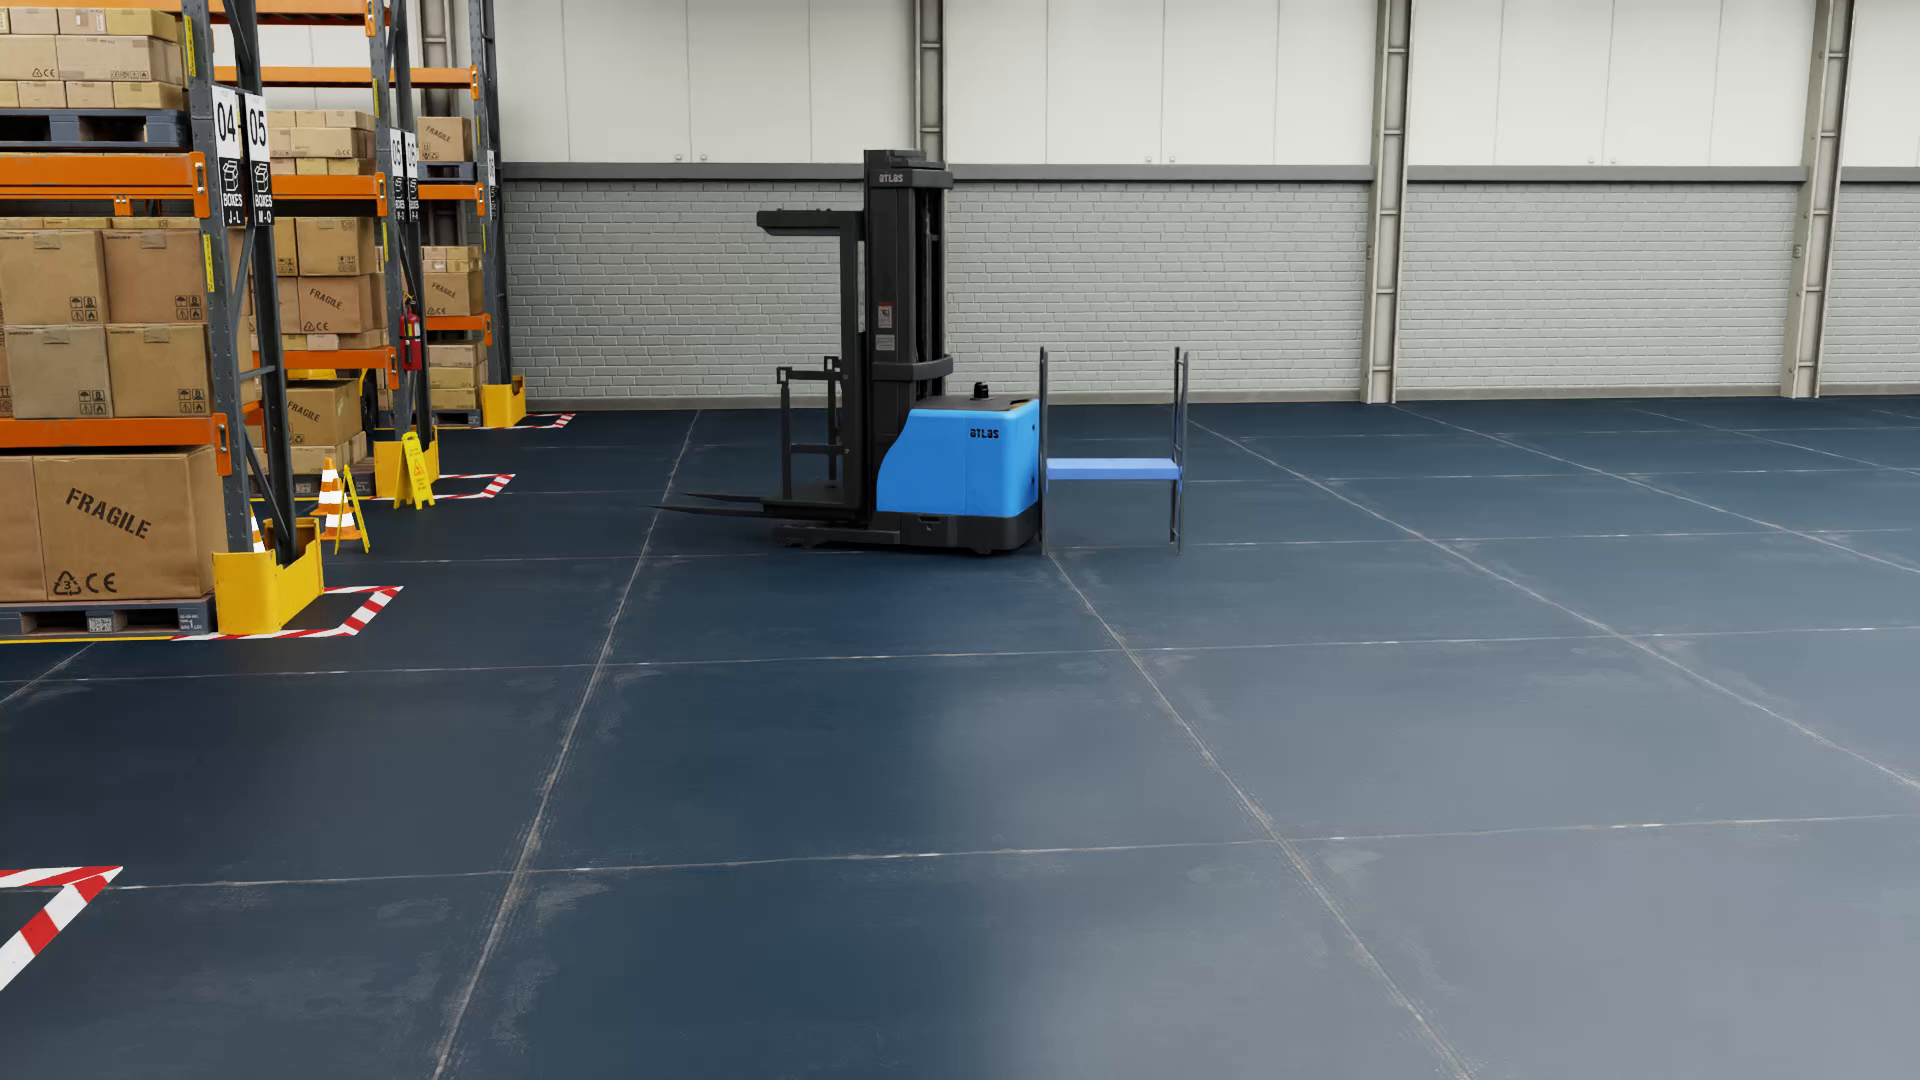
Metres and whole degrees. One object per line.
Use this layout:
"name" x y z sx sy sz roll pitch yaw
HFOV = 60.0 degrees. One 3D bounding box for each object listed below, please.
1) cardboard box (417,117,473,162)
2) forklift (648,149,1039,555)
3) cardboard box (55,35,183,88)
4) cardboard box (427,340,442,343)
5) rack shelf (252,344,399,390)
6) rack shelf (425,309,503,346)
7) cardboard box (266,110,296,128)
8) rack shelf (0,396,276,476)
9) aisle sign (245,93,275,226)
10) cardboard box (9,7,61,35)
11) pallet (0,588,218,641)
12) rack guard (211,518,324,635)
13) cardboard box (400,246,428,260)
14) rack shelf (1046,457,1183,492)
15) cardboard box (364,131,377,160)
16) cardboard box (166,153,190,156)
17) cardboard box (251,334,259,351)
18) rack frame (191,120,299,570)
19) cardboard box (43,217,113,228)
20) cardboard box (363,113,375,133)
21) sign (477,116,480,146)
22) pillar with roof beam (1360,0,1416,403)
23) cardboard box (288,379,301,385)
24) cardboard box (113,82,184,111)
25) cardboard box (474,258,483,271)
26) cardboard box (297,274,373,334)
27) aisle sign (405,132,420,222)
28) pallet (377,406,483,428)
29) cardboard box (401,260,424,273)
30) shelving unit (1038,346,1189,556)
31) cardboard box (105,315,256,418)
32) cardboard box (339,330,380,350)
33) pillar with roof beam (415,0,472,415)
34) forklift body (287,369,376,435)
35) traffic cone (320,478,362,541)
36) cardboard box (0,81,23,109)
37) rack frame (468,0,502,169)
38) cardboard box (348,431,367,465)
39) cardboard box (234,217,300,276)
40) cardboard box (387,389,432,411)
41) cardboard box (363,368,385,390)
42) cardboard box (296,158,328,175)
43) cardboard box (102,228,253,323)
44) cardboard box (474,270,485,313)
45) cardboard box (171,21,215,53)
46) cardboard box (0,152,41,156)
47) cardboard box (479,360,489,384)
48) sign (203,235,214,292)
"cardboard box" -5.962 -4.633 19.278 0.500 0.500 0.500 -1 11 -4
"forklift" -0.912 -1.469 12.741 3.031 2.935 1.130 3 12 16
"cardboard box" -4.830 -2.750 9.574 0.500 0.250 0.500 -1 11 -5
"cardboard box" -6.543 -2.276 20.117 0.500 0.250 0.500 -1 11 -6
"rack shelf" -6.997 -1.567 14.928 4.000 0.370 1.077 -1 11 -6
"rack shelf" -7.537 -2.519 19.769 4.000 0.370 1.077 -1 11 -6
"cardboard box" -5.825 -3.631 14.369 0.250 0.149 0.380 -1 11 -7
"rack shelf" -6.362 -0.620 10.110 4.000 0.370 1.077 -1 11 -6
"aisle sign" -4.336 -2.349 10.302 0.004 0.787 0.394 -1 11 -6
"cardboard box" -5.175 -2.927 9.441 0.250 0.149 0.380 -1 11 -5
"pallet" -5.160 0.386 10.360 1.213 0.211 1.003 -1 11 -6
"rack guard" -4.350 0.212 10.496 0.348 0.500 1.175 -1 11 -6
"cardboard box" -6.381 -3.357 19.457 0.250 0.149 0.380 -1 11 -5
"rack shelf" 1.123 -0.492 12.416 1.000 0.185 0.538 0 11 -1
"cardboard box" -5.537 -3.546 14.973 0.500 0.250 0.500 -1 11 -7
"cardboard box" -6.504 -3.422 14.338 0.500 0.250 0.500 -1 11 -4
"cardboard box" -6.107 -1.751 14.648 0.250 0.149 0.380 -1 11 -5
"rack frame" -4.374 -1.014 10.252 0.127 3.000 1.000 -1 11 -6
"cardboard box" -7.512 -2.543 14.406 0.500 0.500 0.700 -1 11 -7
"cardboard box" -5.384 -3.733 14.889 0.250 0.149 0.380 -1 11 -6
"sign" -5.504 -4.677 19.014 0.005 0.325 0.100 -1 11 -6
"pillar with roof beam" 6.057 -5.440 17.210 0.400 9.000 9.100 -1 11 -6
"cardboard box" -6.383 -1.210 15.344 0.500 0.500 0.500 -2 11 -8
"cardboard box" -4.668 -2.546 9.571 0.250 0.149 0.380 -1 11 -6
"cardboard box" -5.914 -3.323 20.057 0.250 0.149 0.380 -1 11 -8
"cardboard box" -5.519 -2.092 14.705 0.500 0.500 0.500 -1 11 -7
"aisle sign" -4.981 -3.298 15.128 0.004 0.787 0.394 -1 11 -6
"pallet" -6.304 -1.521 20.059 1.213 0.211 1.003 -1 11 -6
"cardboard box" -6.378 -3.215 19.506 0.250 0.149 0.380 -1 11 -5
"shelving unit" 1.123 -0.669 12.381 1.048 1.500 0.538 0 11 -1
"cardboard box" -4.738 -1.072 10.154 0.550 0.550 0.875 -1 11 -6
"cardboard box" -5.357 -1.790 14.846 0.250 0.149 0.380 -1 11 -4
"pillar with roof beam" -5.873 -5.190 15.939 0.400 9.000 9.100 -1 11 -6
"forklift body" -7.237 -2.108 18.013 1.214 2.155 2.313 -1 11 -6
"traffic cone" -4.839 -0.255 12.964 0.334 0.463 0.336 -1 11 -6
"cardboard box" -5.425 -2.530 9.491 0.250 0.149 0.380 -1 11 -6
"rack frame" -5.549 -5.857 19.333 0.127 3.000 1.000 -1 11 -6
"cardboard box" -5.841 -0.855 15.479 0.500 0.250 0.500 -1 11 -7
"cardboard box" -5.997 -2.586 14.622 0.500 0.500 0.700 -1 11 -6
"cardboard box" -6.477 -1.691 19.735 0.500 0.250 0.500 -1 11 -6
"cardboard box" -7.009 -1.922 19.614 0.500 0.250 0.500 -1 11 -7
"cardboard box" -5.577 -3.238 14.436 0.250 0.149 0.380 -1 11 -6
"cardboard box" -4.747 -1.618 10.132 0.550 0.550 0.875 -1 11 -6
"cardboard box" -6.071 -3.005 20.120 0.500 0.500 0.500 -1 11 -4
"cardboard box" -4.740 -3.063 10.135 0.250 0.149 0.380 -1 11 -5
"cardboard box" -8.007 -3.392 14.186 0.500 0.250 0.500 -1 11 -7
"cardboard box" -6.038 -2.046 20.241 0.500 0.250 0.500 -1 11 -5
"sign" -4.329 -1.594 9.587 0.005 0.325 0.100 -1 11 -6
